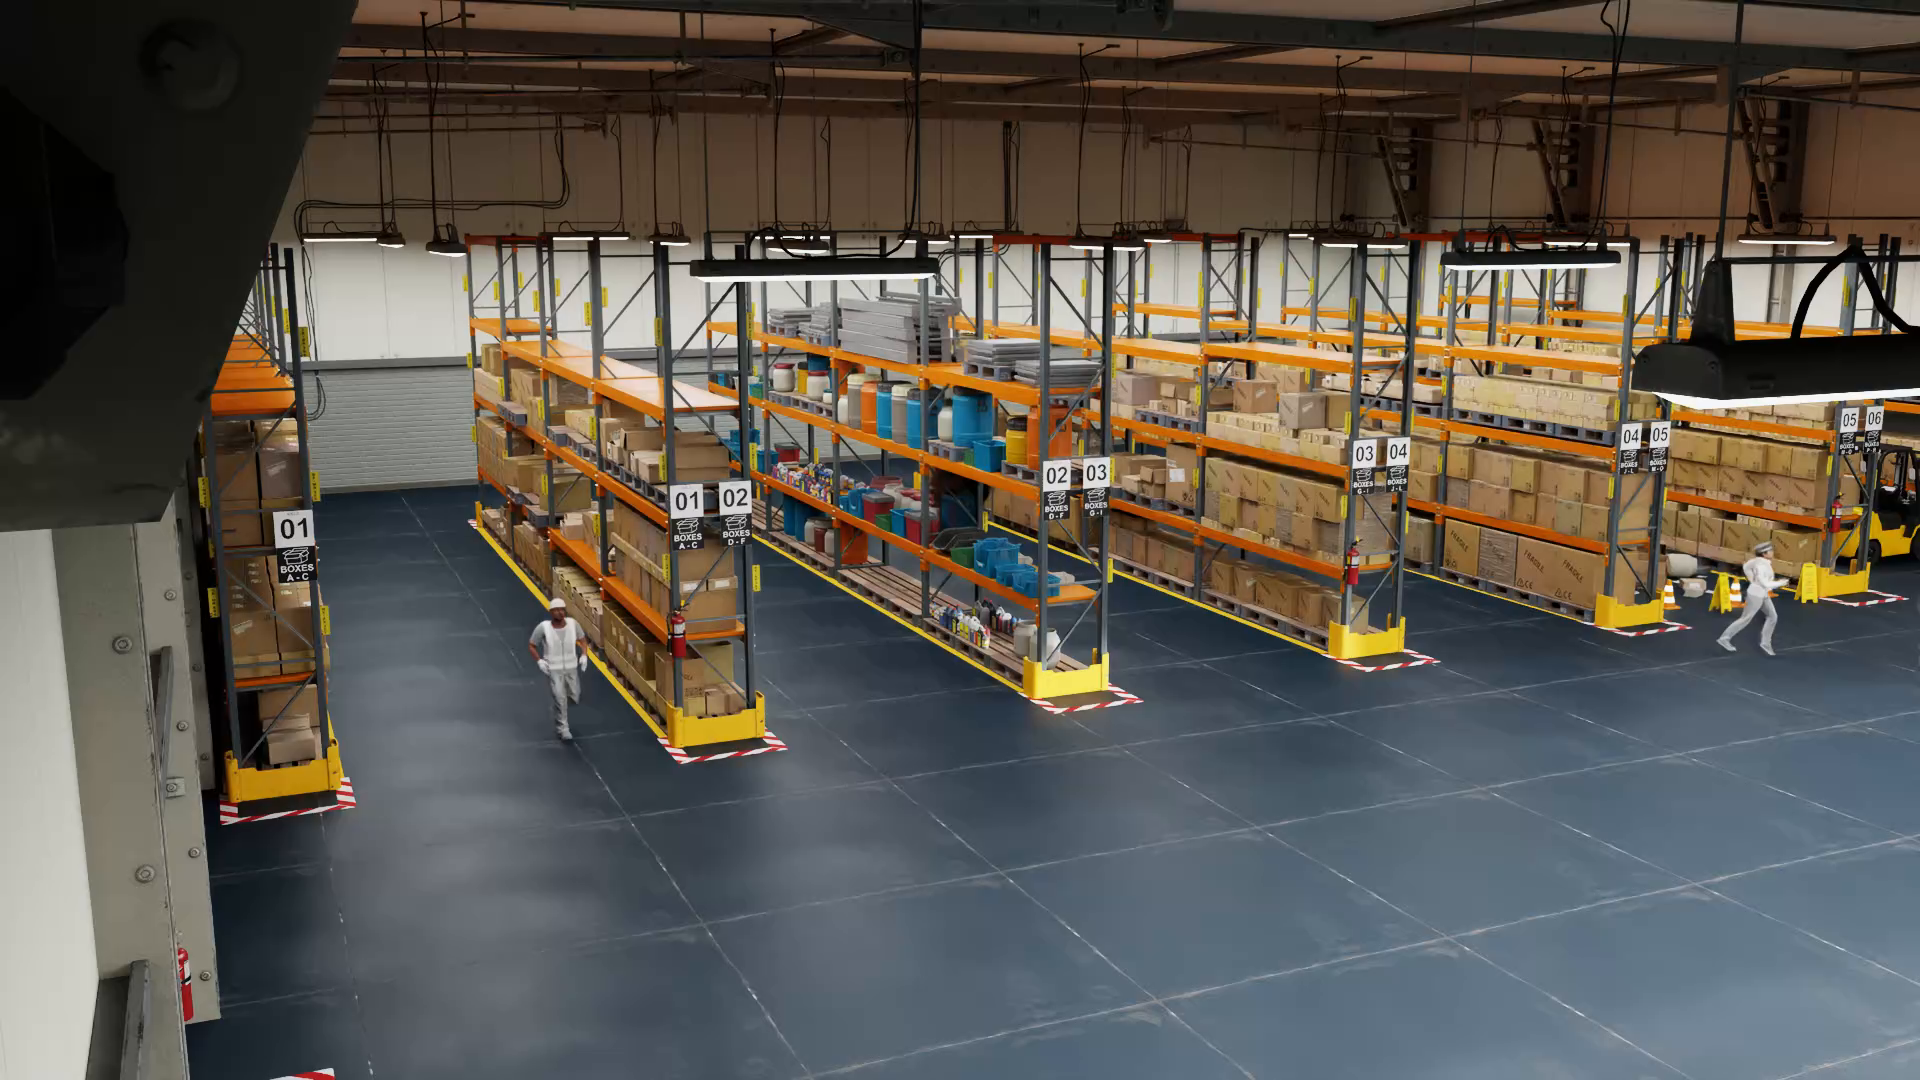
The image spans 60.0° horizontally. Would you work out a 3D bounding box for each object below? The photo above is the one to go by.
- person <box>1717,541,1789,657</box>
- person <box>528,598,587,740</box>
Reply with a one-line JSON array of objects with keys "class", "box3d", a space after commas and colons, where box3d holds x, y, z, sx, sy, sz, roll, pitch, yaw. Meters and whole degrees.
[{"class": "person", "box3d": [11.616, 0.853, 24.323, 0.877, 1.738, 0.623, 5, 12, 26]}, {"class": "person", "box3d": [-4.946, 1.558, 20.511, 0.722, 1.741, 0.716, -7, 13, -31]}]
